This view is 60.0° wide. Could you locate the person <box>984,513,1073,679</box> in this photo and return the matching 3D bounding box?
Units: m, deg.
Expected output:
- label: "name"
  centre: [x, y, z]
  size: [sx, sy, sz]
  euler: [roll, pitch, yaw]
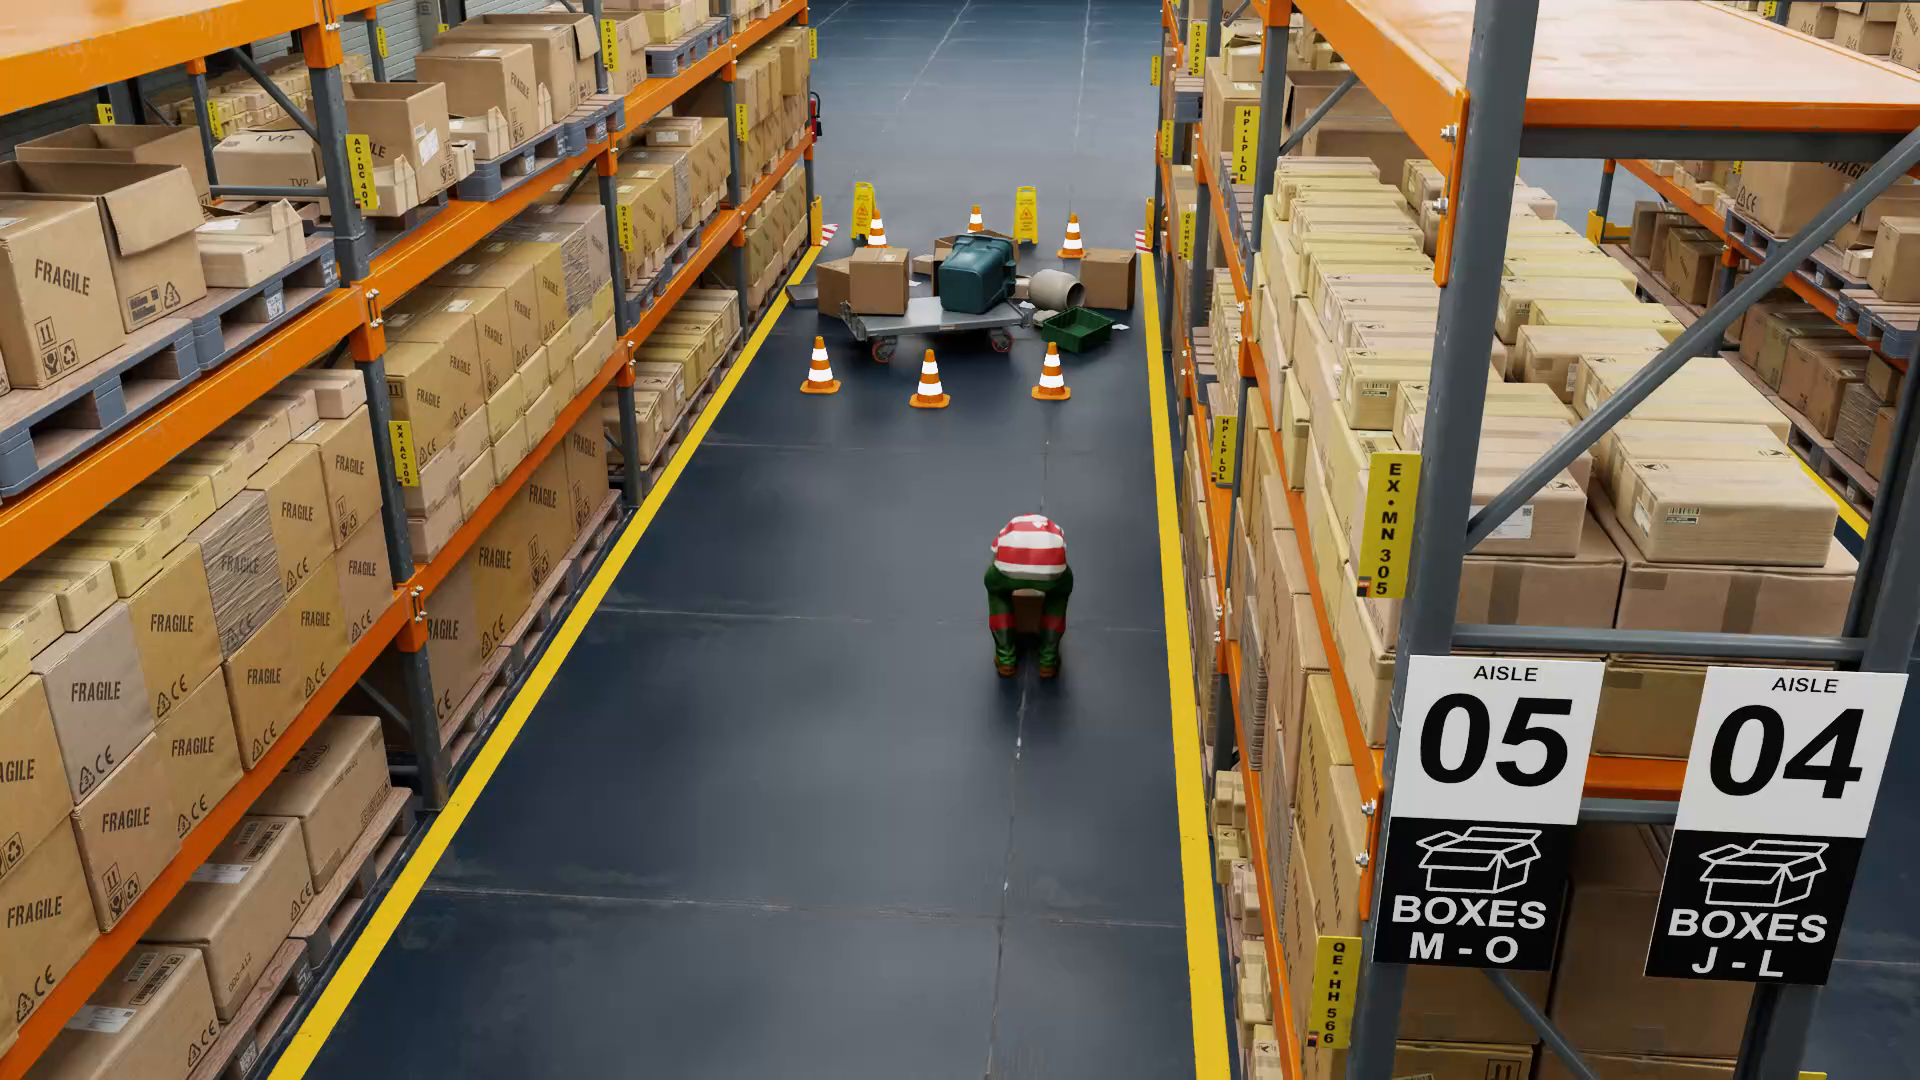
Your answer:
- label: "person"
  centre: [0.412, 0.256, 9.996]
  size: [0.532, 0.970, 0.948]
  euler: [1, 24, 2]
